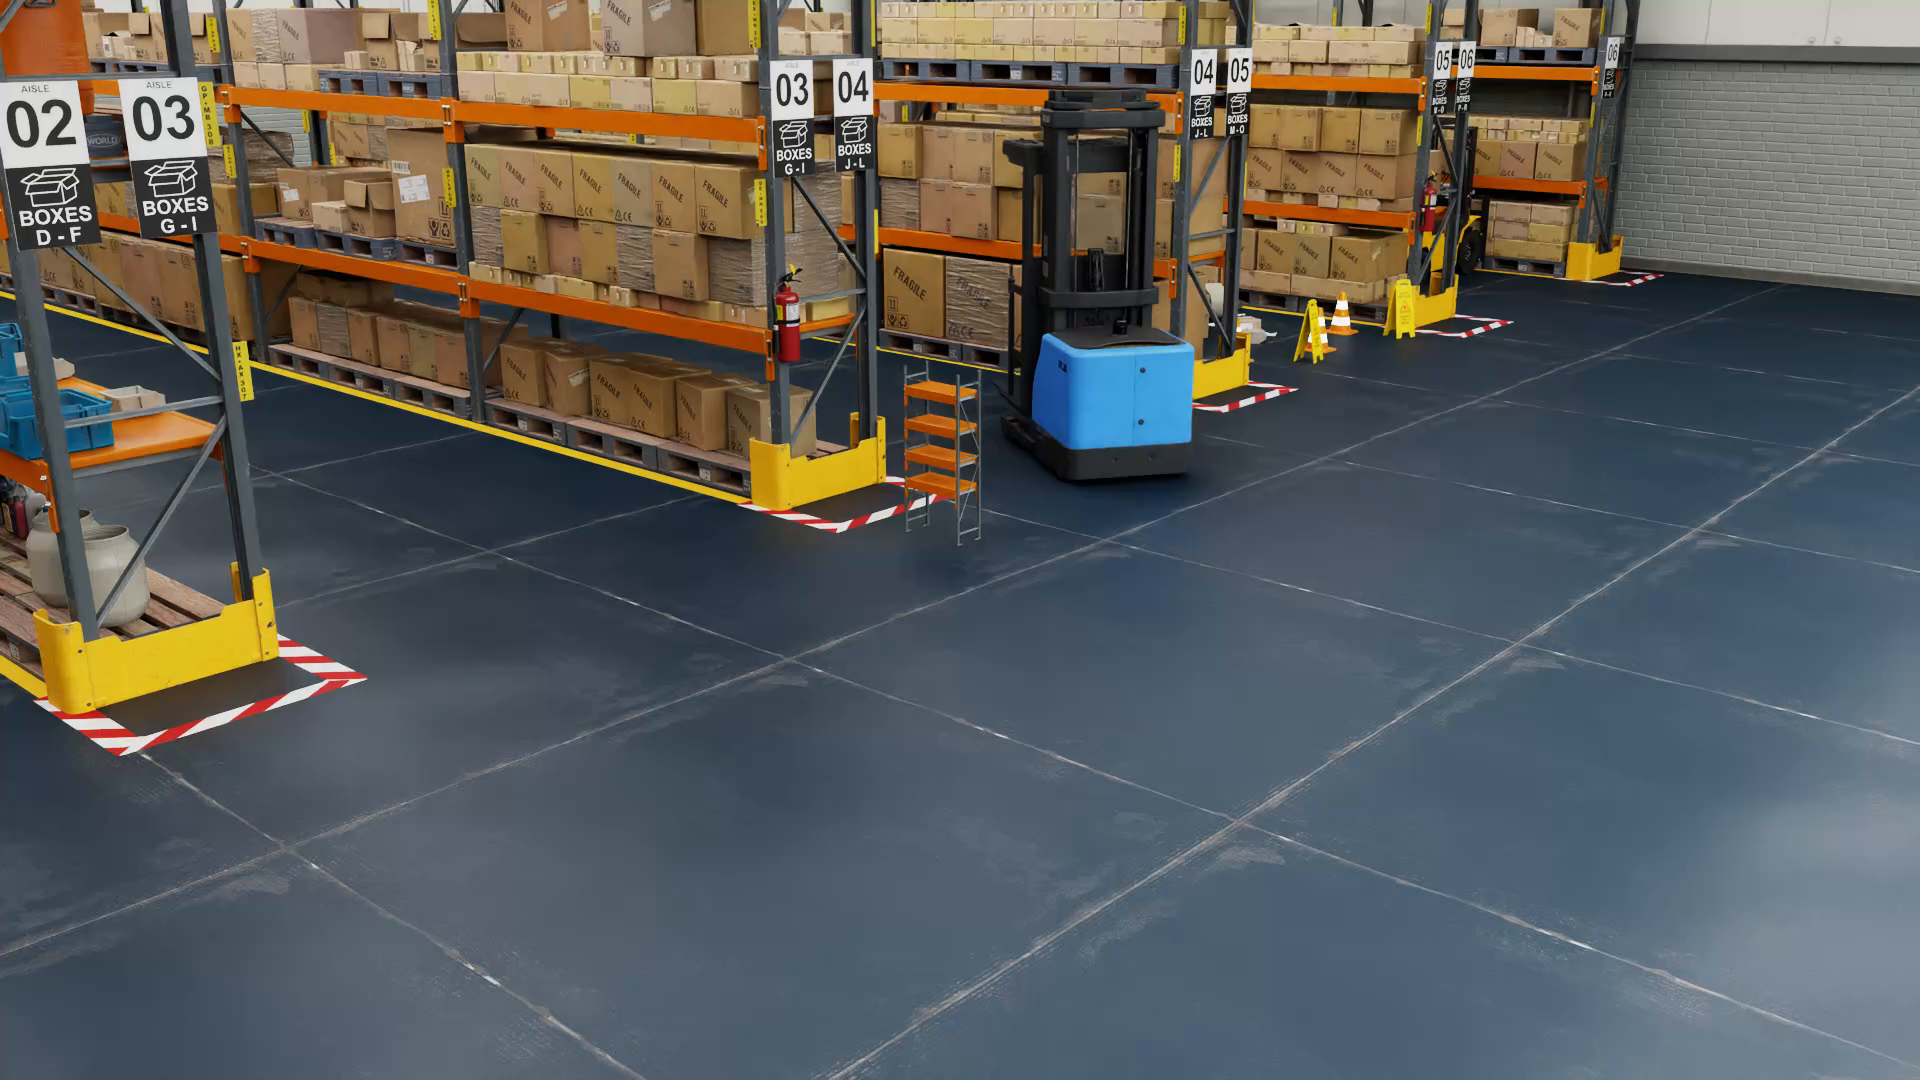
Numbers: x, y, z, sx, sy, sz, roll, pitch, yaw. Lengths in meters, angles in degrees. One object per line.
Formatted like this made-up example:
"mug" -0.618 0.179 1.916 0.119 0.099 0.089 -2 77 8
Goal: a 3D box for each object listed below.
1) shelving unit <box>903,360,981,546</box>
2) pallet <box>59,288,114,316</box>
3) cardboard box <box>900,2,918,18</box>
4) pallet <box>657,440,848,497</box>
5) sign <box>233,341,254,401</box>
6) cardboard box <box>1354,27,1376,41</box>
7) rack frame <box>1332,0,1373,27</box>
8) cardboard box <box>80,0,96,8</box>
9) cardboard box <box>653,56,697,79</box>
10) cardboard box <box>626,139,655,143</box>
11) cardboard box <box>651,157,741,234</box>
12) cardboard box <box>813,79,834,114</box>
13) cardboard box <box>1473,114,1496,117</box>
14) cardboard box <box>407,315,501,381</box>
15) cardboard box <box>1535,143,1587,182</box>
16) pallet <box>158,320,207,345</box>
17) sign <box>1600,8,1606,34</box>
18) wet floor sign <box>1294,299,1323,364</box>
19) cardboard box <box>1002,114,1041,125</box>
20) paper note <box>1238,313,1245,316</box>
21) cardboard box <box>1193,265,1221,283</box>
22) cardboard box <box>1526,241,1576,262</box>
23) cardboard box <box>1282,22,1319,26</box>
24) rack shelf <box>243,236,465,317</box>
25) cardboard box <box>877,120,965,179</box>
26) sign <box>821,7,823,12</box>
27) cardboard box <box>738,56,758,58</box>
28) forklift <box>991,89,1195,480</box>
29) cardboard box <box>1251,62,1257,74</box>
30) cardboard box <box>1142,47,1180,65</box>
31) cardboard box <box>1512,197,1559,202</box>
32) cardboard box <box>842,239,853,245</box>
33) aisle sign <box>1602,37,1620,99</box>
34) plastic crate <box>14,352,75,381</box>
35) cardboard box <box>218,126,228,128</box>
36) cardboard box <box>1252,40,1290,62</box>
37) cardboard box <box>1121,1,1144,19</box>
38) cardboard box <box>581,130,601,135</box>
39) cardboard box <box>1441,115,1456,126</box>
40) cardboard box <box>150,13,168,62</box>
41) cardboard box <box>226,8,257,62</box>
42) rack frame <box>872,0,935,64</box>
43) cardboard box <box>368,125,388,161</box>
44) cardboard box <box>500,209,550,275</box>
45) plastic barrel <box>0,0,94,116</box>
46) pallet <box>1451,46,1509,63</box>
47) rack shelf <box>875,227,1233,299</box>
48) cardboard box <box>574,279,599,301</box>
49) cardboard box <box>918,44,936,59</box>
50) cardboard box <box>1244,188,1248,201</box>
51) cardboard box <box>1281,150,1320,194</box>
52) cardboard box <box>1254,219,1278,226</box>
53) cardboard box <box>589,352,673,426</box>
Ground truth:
"shelving unit" -0.124 -0.605 11.535 0.503 1.200 0.258 15 23 39
"pallet" -10.508 -3.038 20.836 1.213 0.211 1.003 15 23 39
"cardboard box" -0.401 -5.429 17.040 0.250 0.149 0.380 15 23 39
"pallet" -1.656 -0.645 13.294 1.213 0.211 1.003 15 23 39
"sign" -3.935 -0.922 9.102 0.005 0.325 0.100 15 23 39
"cardboard box" 4.743 -5.828 19.156 0.250 0.149 0.380 15 23 39
"rack frame" 5.863 -8.816 24.514 0.127 3.000 1.000 15 23 39
"cardboard box" -10.690 -6.470 19.816 0.500 0.250 0.500 13 22 36
"cardboard box" -2.028 -3.475 12.232 0.250 0.149 0.380 15 23 40
"cardboard box" -4.051 -5.050 21.302 0.250 0.149 0.380 14 23 38
"cardboard box" -1.969 -2.607 12.558 0.500 0.500 0.500 15 23 39
"cardboard box" -1.204 -3.301 12.343 0.500 0.250 0.500 16 24 41
"cardboard box" 7.607 -6.085 24.096 0.250 0.149 0.380 15 23 40
"cardboard box" -4.796 -1.837 15.846 0.500 0.500 0.700 15 23 39
"cardboard box" 8.312 -5.240 23.000 0.500 0.500 0.500 14 23 38
"pallet" -8.447 -2.485 19.093 1.213 0.211 1.003 15 23 39
"sign" 8.484 -6.847 21.937 0.005 0.325 0.100 15 23 39
"wet floor sign" 3.688 -2.209 17.507 0.232 0.644 0.267 11 20 30
"cardboard box" 0.927 -5.572 22.860 0.500 0.500 0.500 14 22 37
"paper note" 3.380 -2.741 20.199 0.148 0.019 0.142 7 19 21
"cardboard box" 3.240 -3.438 21.338 0.500 0.250 0.500 17 24 42
"cardboard box" 8.293 -4.066 23.315 0.500 0.250 0.500 15 23 40
"cardboard box" 5.160 -7.682 25.187 0.500 0.311 0.500 14 22 38
"rack shelf" -5.503 -2.649 16.190 4.000 0.370 1.077 15 23 39
"cardboard box" -0.386 -4.197 17.844 0.550 0.550 0.875 15 23 39
"sign" -2.729 -10.339 32.809 0.005 0.325 0.100 15 23 39
"cardboard box" -1.468 -3.540 12.438 0.250 0.149 0.380 15 23 38
"forklift" 0.983 -2.269 13.916 1.130 2.935 3.031 -4 18 -13
"cardboard box" 3.547 -5.746 20.215 0.250 0.149 0.380 14 23 38
"cardboard box" 1.879 -4.437 15.232 0.250 0.149 0.380 15 23 39
"cardboard box" 8.244 -4.758 23.845 0.500 0.250 0.500 15 23 39
"cardboard box" -1.882 -3.119 19.506 0.750 0.750 1.050 15 23 39
"aisle sign" 8.709 -6.313 22.247 0.004 0.787 0.394 15 23 39
"plastic crate" -5.912 -1.076 10.478 0.437 0.136 0.530 15 23 39
"cardboard box" -8.527 -4.335 18.488 0.637 0.503 0.797 16 24 41
"cardboard box" 3.855 -5.877 19.967 0.500 0.250 0.500 15 23 40
"cardboard box" 1.689 -4.869 15.272 0.250 0.149 0.380 15 23 40
"cardboard box" -6.236 -7.128 28.949 0.500 0.500 0.500 15 23 39
"cardboard box" 7.119 -6.037 23.947 0.250 0.149 0.380 15 23 39
"cardboard box" -8.207 -5.331 17.632 0.500 0.500 0.500 17 24 42
"cardboard box" -6.818 -4.957 16.321 0.500 0.500 0.500 15 23 40
"rack frame" -0.639 -6.552 17.380 0.127 3.000 1.000 15 23 39
"cardboard box" -8.302 -5.835 24.381 0.500 0.500 0.500 14 23 38
"cardboard box" -3.361 -2.567 14.086 0.500 0.500 0.875 15 23 39
"plastic barrel" -4.751 -2.570 8.389 0.708 0.830 0.600 15 23 39
"pallet" 7.426 -6.934 23.688 1.213 0.211 1.003 15 23 39
"rack shelf" 0.857 -2.948 17.131 4.000 0.370 1.077 15 23 39
"cardboard box" -2.915 -2.062 13.564 0.250 0.149 0.380 15 23 39
"cardboard box" -0.212 -4.998 17.000 0.250 0.149 0.380 15 23 39
"cardboard box" 3.544 -4.318 20.675 0.250 0.149 0.380 15 23 40
"cardboard box" 4.230 -4.469 20.076 0.500 0.500 0.500 15 23 39
"cardboard box" 3.955 -3.818 21.294 0.500 0.500 0.500 17 24 42
"cardboard box" -2.785 -1.290 14.155 0.500 0.500 0.500 13 22 34
